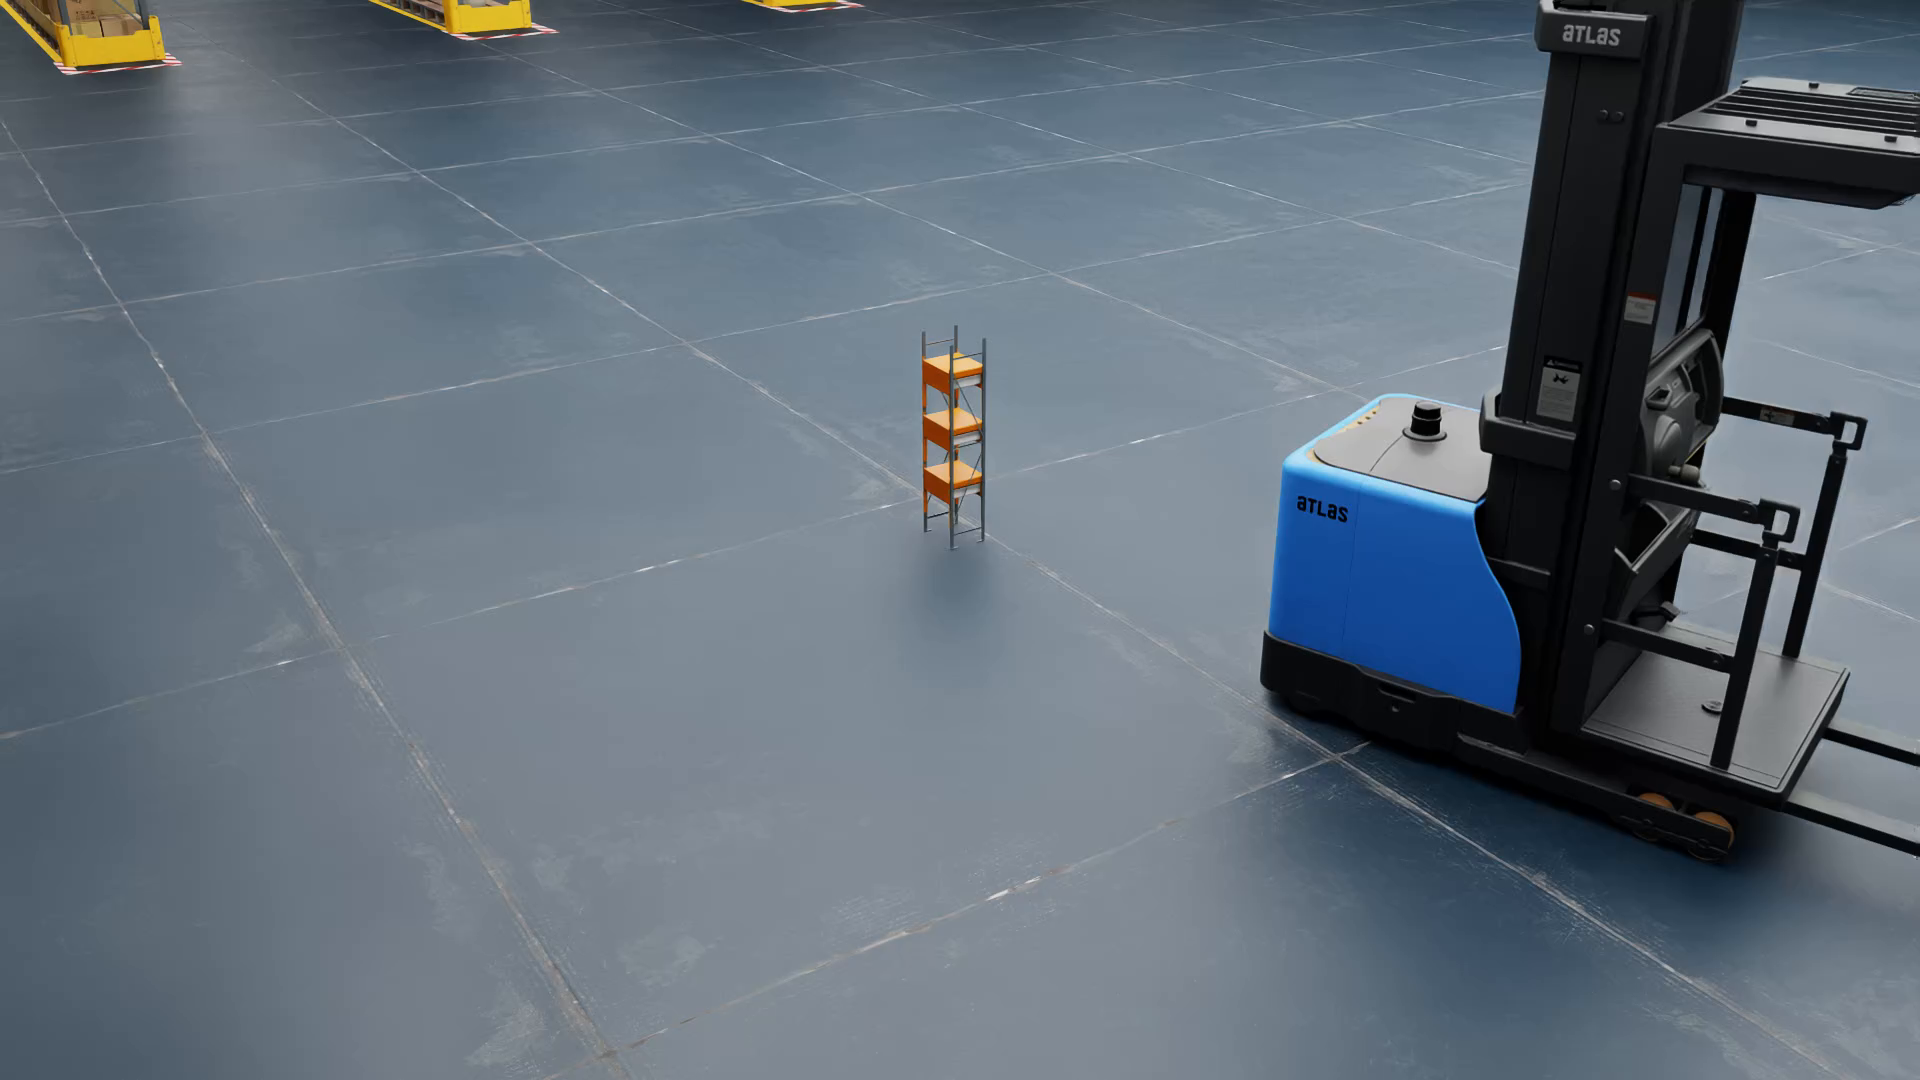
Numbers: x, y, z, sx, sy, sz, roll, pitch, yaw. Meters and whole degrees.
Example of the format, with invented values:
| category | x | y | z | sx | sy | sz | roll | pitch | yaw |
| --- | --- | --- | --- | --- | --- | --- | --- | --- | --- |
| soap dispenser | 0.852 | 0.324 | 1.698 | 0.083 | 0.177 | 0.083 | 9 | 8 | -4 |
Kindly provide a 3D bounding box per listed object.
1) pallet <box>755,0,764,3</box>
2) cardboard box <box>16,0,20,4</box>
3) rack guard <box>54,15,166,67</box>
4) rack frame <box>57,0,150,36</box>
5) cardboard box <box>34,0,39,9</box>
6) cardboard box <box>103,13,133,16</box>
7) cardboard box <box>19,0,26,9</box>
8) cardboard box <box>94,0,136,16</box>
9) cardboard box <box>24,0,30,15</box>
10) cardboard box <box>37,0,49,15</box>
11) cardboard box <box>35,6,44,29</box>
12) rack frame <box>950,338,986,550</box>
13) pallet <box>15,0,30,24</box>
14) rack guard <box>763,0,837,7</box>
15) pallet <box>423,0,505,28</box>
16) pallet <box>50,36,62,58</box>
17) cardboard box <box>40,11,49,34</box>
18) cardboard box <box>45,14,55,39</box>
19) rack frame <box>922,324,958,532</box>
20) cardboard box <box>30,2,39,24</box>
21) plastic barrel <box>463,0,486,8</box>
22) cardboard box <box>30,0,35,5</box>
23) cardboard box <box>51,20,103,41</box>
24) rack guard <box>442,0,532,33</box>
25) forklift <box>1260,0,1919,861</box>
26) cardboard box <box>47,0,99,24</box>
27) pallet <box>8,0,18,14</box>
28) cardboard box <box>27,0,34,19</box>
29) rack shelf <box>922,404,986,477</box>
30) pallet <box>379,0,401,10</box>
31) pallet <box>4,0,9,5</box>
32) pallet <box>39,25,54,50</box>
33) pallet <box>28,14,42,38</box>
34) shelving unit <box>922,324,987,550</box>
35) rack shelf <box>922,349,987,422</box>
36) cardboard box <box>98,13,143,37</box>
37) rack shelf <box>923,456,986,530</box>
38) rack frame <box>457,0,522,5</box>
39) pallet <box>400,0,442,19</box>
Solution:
| category | x | y | z | sx | sy | sz | roll | pitch | yaw |
| --- | --- | --- | --- | --- | --- | --- | --- | --- | --- |
| pallet | -2.919 | -8.831 | 26.710 | 1.003 | 0.211 | 1.213 | -16 | 29 | -30 |
| cardboard box | -13.694 | -8.098 | 24.620 | 0.500 | 0.250 | 0.500 | -16 | 30 | -30 |
| rack guard | -10.753 | -6.320 | 21.052 | 1.175 | 0.500 | 0.348 | -16 | 29 | -30 |
| rack frame | -10.766 | -7.459 | 20.537 | 1.000 | 3.000 | 0.127 | -16 | 29 | -30 |
| cardboard box | -12.138 | -7.400 | 22.263 | 0.500 | 0.500 | 0.500 | -16 | 29 | -30 |
| cardboard box | -11.149 | -6.827 | 21.927 | 0.500 | 0.250 | 0.500 | -16 | 29 | -30 |
| cardboard box | -13.419 | -7.917 | 24.236 | 0.500 | 0.250 | 0.500 | -16 | 30 | -30 |
| cardboard box | -11.147 | -7.167 | 21.768 | 0.500 | 0.500 | 0.500 | -16 | 29 | -30 |
| cardboard box | -12.951 | -7.600 | 23.564 | 0.500 | 0.250 | 0.500 | -16 | 29 | -30 |
| cardboard box | -11.866 | -7.221 | 21.884 | 0.500 | 0.500 | 0.500 | -16 | 29 | -30 |
| cardboard box | -12.135 | -7.062 | 22.425 | 0.500 | 0.250 | 0.500 | -16 | 29 | -30 |
| rack frame | 0.037 | -0.450 | 7.974 | 0.200 | 1.050 | 0.008 | -16 | 29 | -30 |
| pallet | -13.385 | -7.883 | 24.701 | 1.003 | 0.211 | 1.213 | -16 | 29 | -30 |
| rack guard | -2.506 | -8.663 | 26.015 | 1.175 | 0.500 | 0.348 | -16 | 29 | -30 |
| pallet | -7.134 | -7.659 | 24.227 | 1.003 | 0.211 | 1.213 | -16 | 29 | -30 |
| pallet | -11.219 | -6.462 | 21.691 | 1.003 | 0.211 | 1.213 | -16 | 29 | -30 |
| cardboard box | -11.864 | -6.883 | 22.045 | 0.500 | 0.250 | 0.500 | -16 | 29 | -30 |
| cardboard box | -11.589 | -6.704 | 21.667 | 0.500 | 0.250 | 0.500 | -16 | 29 | -30 |
| rack frame | -0.096 | -0.538 | 8.159 | 0.200 | 1.050 | 0.008 | -16 | 29 | -30 |
| cardboard box | -12.413 | -7.240 | 22.801 | 0.500 | 0.250 | 0.500 | -16 | 29 | -30 |
| plastic barrel | -7.037 | -7.894 | 23.881 | 0.421 | 0.512 | 0.421 | 0 | 25 | 0 |
| cardboard box | -12.413 | -7.579 | 22.641 | 0.500 | 0.500 | 0.500 | -16 | 29 | -30 |
| cardboard box | -11.306 | -6.528 | 21.294 | 0.500 | 0.250 | 0.500 | -16 | 29 | -30 |
| rack guard | -6.695 | -7.498 | 23.547 | 1.175 | 0.500 | 0.348 | -16 | 29 | -30 |
| forklift | 2.715 | -0.454 | 5.777 | 3.031 | 2.935 | 1.130 | 18 | 31 | 33 |
| cardboard box | -11.308 | -6.867 | 21.133 | 0.500 | 0.500 | 0.500 | -16 | 29 | -30 |
| pallet | -14.055 | -8.320 | 25.627 | 1.003 | 0.211 | 1.213 | -16 | 29 | -30 |
| cardboard box | -12.682 | -7.420 | 23.182 | 0.500 | 0.250 | 0.500 | -16 | 29 | -30 |
| rack shelf | -0.029 | -0.484 | 8.071 | 0.215 | 0.259 | 0.240 | -16 | 29 | -30 |
| pallet | -8.466 | -8.532 | 26.076 | 1.003 | 0.211 | 1.213 | -16 | 29 | -30 |
| pallet | -14.717 | -8.756 | 26.550 | 1.003 | 0.211 | 1.213 | -16 | 29 | -30 |
| pallet | -11.881 | -6.898 | 22.614 | 1.003 | 0.211 | 1.213 | -16 | 29 | -30 |
| pallet | -12.551 | -7.334 | 23.539 | 1.003 | 0.211 | 1.213 | -16 | 29 | -30 |
| shelving unit | -0.029 | -0.494 | 8.066 | 0.215 | 1.050 | 0.252 | -16 | 29 | -30 |
| rack shelf | -0.029 | -0.741 | 7.950 | 0.215 | 0.259 | 0.240 | -16 | 29 | -30 |
| cardboard box | -10.872 | -6.649 | 21.550 | 0.500 | 0.250 | 0.500 | -16 | 29 | -30 |
| rack shelf | -0.029 | -0.233 | 8.190 | 0.215 | 0.259 | 0.240 | -16 | 29 | -30 |
| rack frame | -6.614 | -8.612 | 22.979 | 1.000 | 3.000 | 0.127 | -16 | 29 | -30 |
| pallet | -7.796 | -8.095 | 25.150 | 1.003 | 0.211 | 1.213 | -16 | 29 | -30 |
